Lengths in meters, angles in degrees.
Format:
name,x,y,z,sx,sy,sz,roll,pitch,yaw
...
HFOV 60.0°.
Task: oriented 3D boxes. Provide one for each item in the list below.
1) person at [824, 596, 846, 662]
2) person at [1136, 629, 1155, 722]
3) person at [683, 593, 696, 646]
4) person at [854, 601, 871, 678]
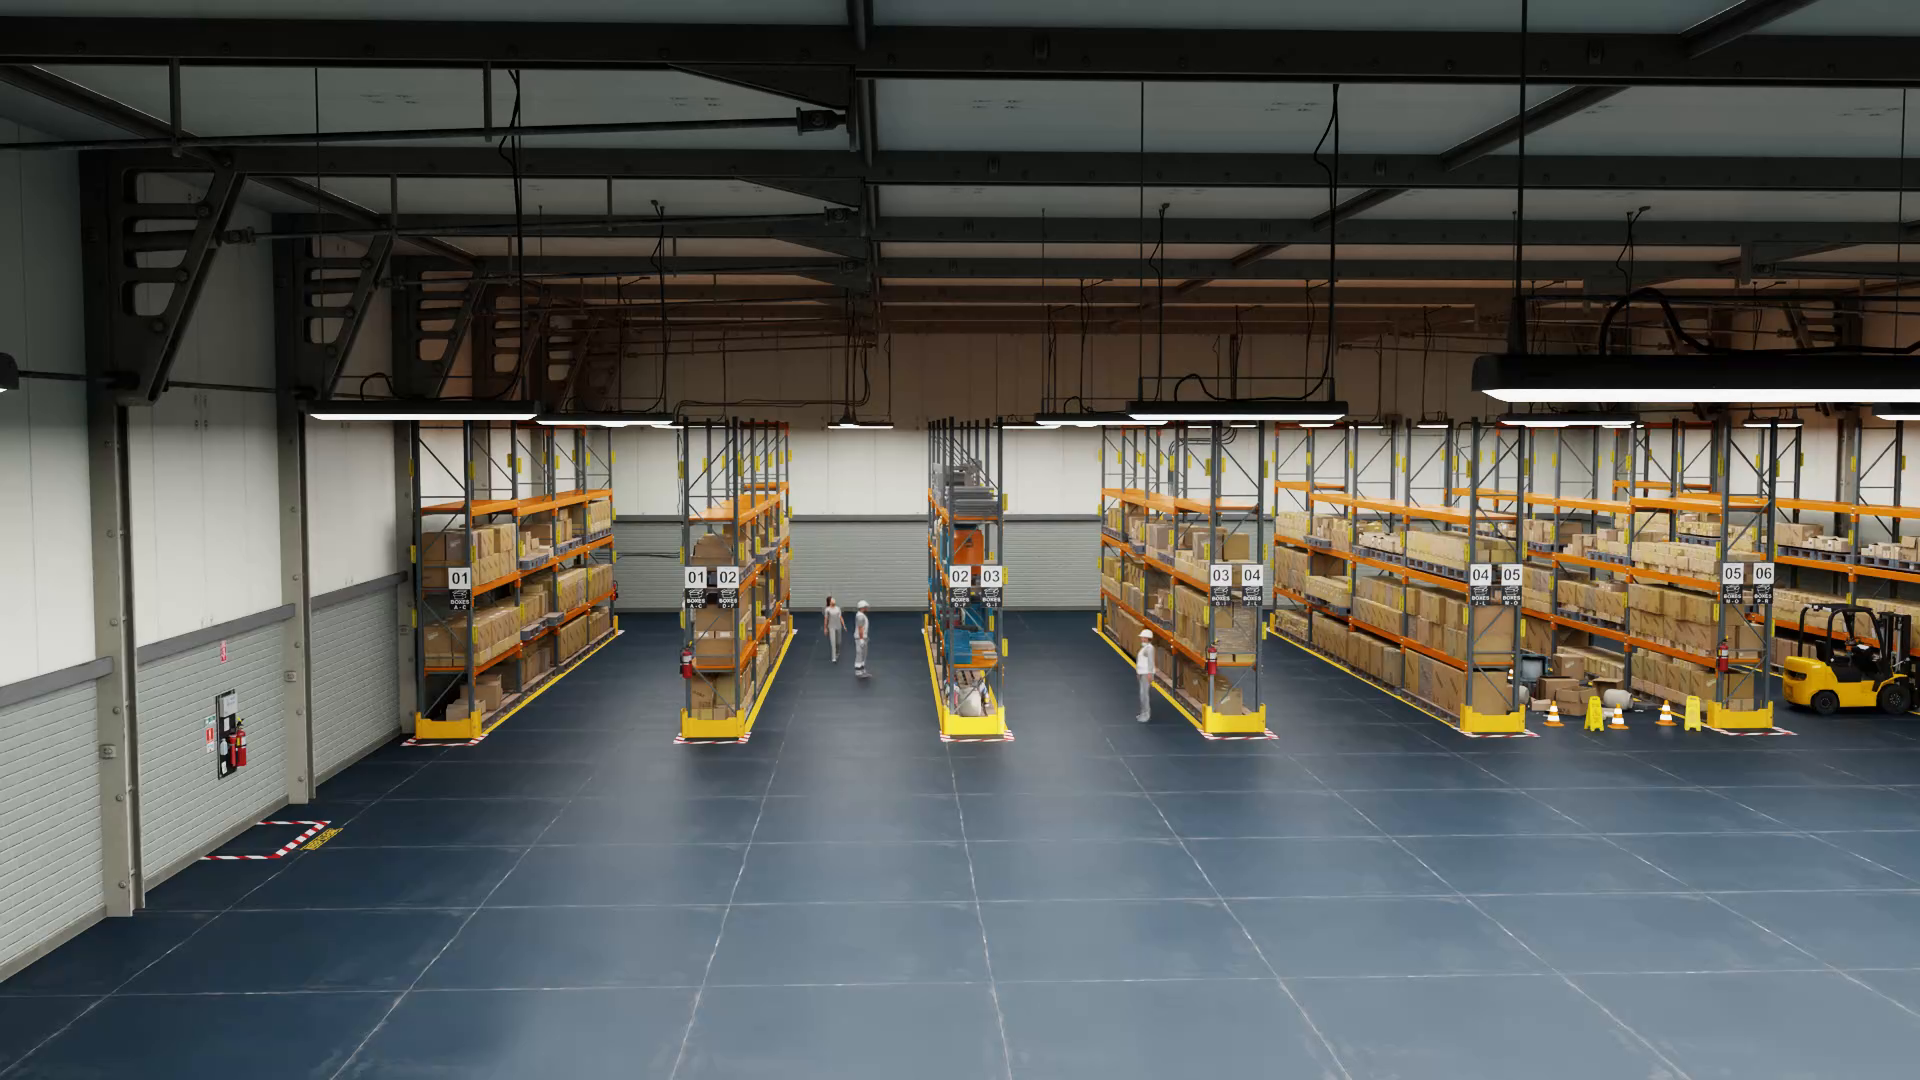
name,x,y,z,sx,sy,sz,roll,pitch,yaw
person,-3.119,2.208,41.424,0.547,1.618,0.961,-1,4,-12
person,3.679,2.688,33.050,0.391,1.807,0.641,0,4,0
person,-6.859,2.104,42.583,0.515,1.679,0.601,-3,5,-43
person,-2.269,2.302,38.588,0.390,1.796,0.559,0,4,2
